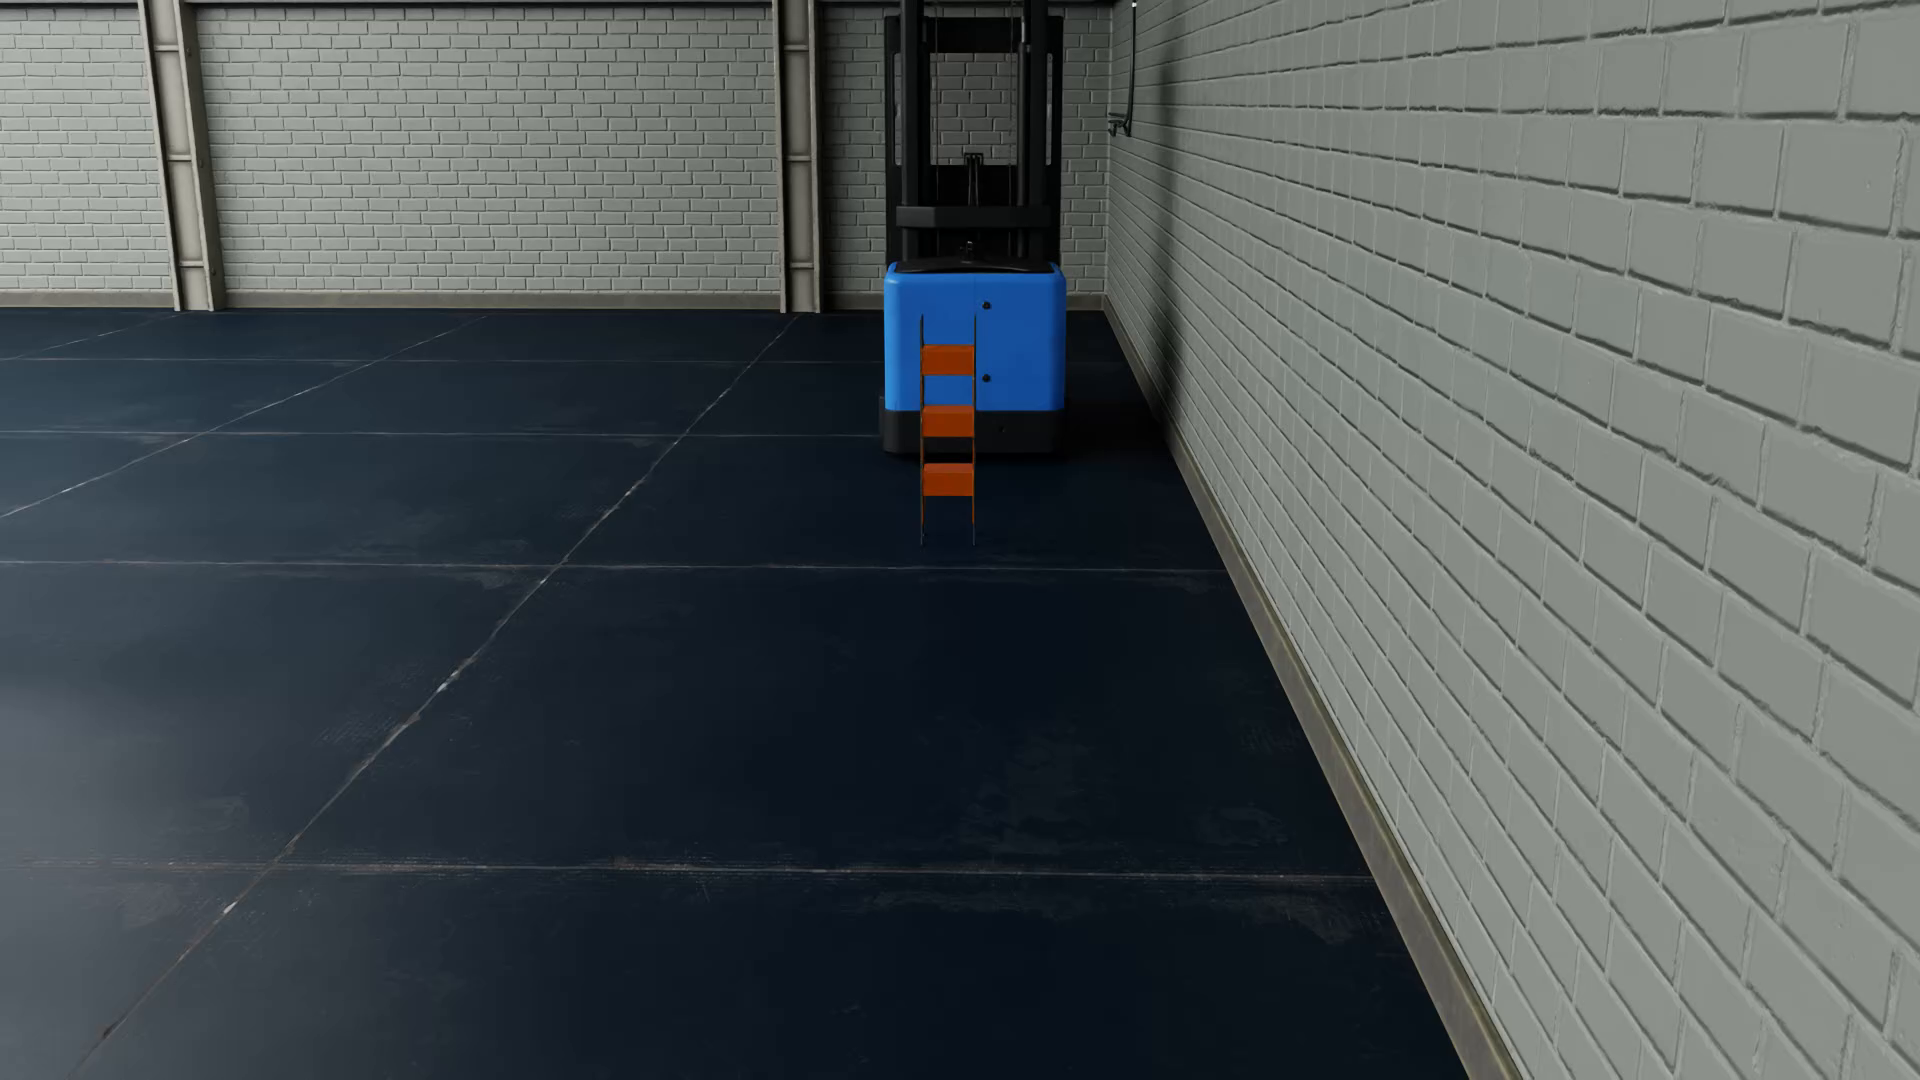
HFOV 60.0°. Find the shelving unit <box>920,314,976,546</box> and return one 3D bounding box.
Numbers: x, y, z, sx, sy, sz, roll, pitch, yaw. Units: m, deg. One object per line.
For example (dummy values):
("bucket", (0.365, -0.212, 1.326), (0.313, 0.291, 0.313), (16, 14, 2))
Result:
("shelving unit", (-0.053, -0.508, 7.707), (0.252, 1.050, 0.215), (0, 15, 1))

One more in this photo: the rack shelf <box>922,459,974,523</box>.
("rack shelf", (-0.053, -0.229, 7.781), (0.240, 0.259, 0.215), (0, 15, 1))

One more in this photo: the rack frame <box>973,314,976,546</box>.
("rack frame", (0.068, -0.507, 7.704), (0.008, 1.050, 0.200), (0, 15, 1))

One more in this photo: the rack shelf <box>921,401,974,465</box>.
("rack shelf", (-0.054, -0.498, 7.710), (0.240, 0.259, 0.215), (0, 15, 1))

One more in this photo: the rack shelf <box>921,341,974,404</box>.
("rack shelf", (-0.054, -0.772, 7.638), (0.240, 0.259, 0.215), (0, 15, 1))

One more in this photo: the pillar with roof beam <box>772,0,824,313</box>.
("pillar with roof beam", (-1.664, -5.514, 11.101), (0.400, 9.000, 9.100), (0, 15, 1))

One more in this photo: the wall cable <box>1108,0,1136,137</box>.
("wall cable", (1.357, -4.754, 14.307), (0.112, 2.526, 3.097), (0, 15, 1))

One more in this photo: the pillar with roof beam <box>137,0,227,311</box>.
("pillar with roof beam", (-7.662, -5.553, 11.249), (0.400, 9.000, 9.100), (0, 15, 1))

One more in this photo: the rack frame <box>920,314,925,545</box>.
("rack frame", (-0.175, -0.509, 7.710), (0.008, 1.050, 0.200), (0, 15, 1))

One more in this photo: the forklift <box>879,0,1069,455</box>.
("forklift", (0.079, -2.226, 10.532), (1.130, 2.935, 3.031), (0, 15, 0))
